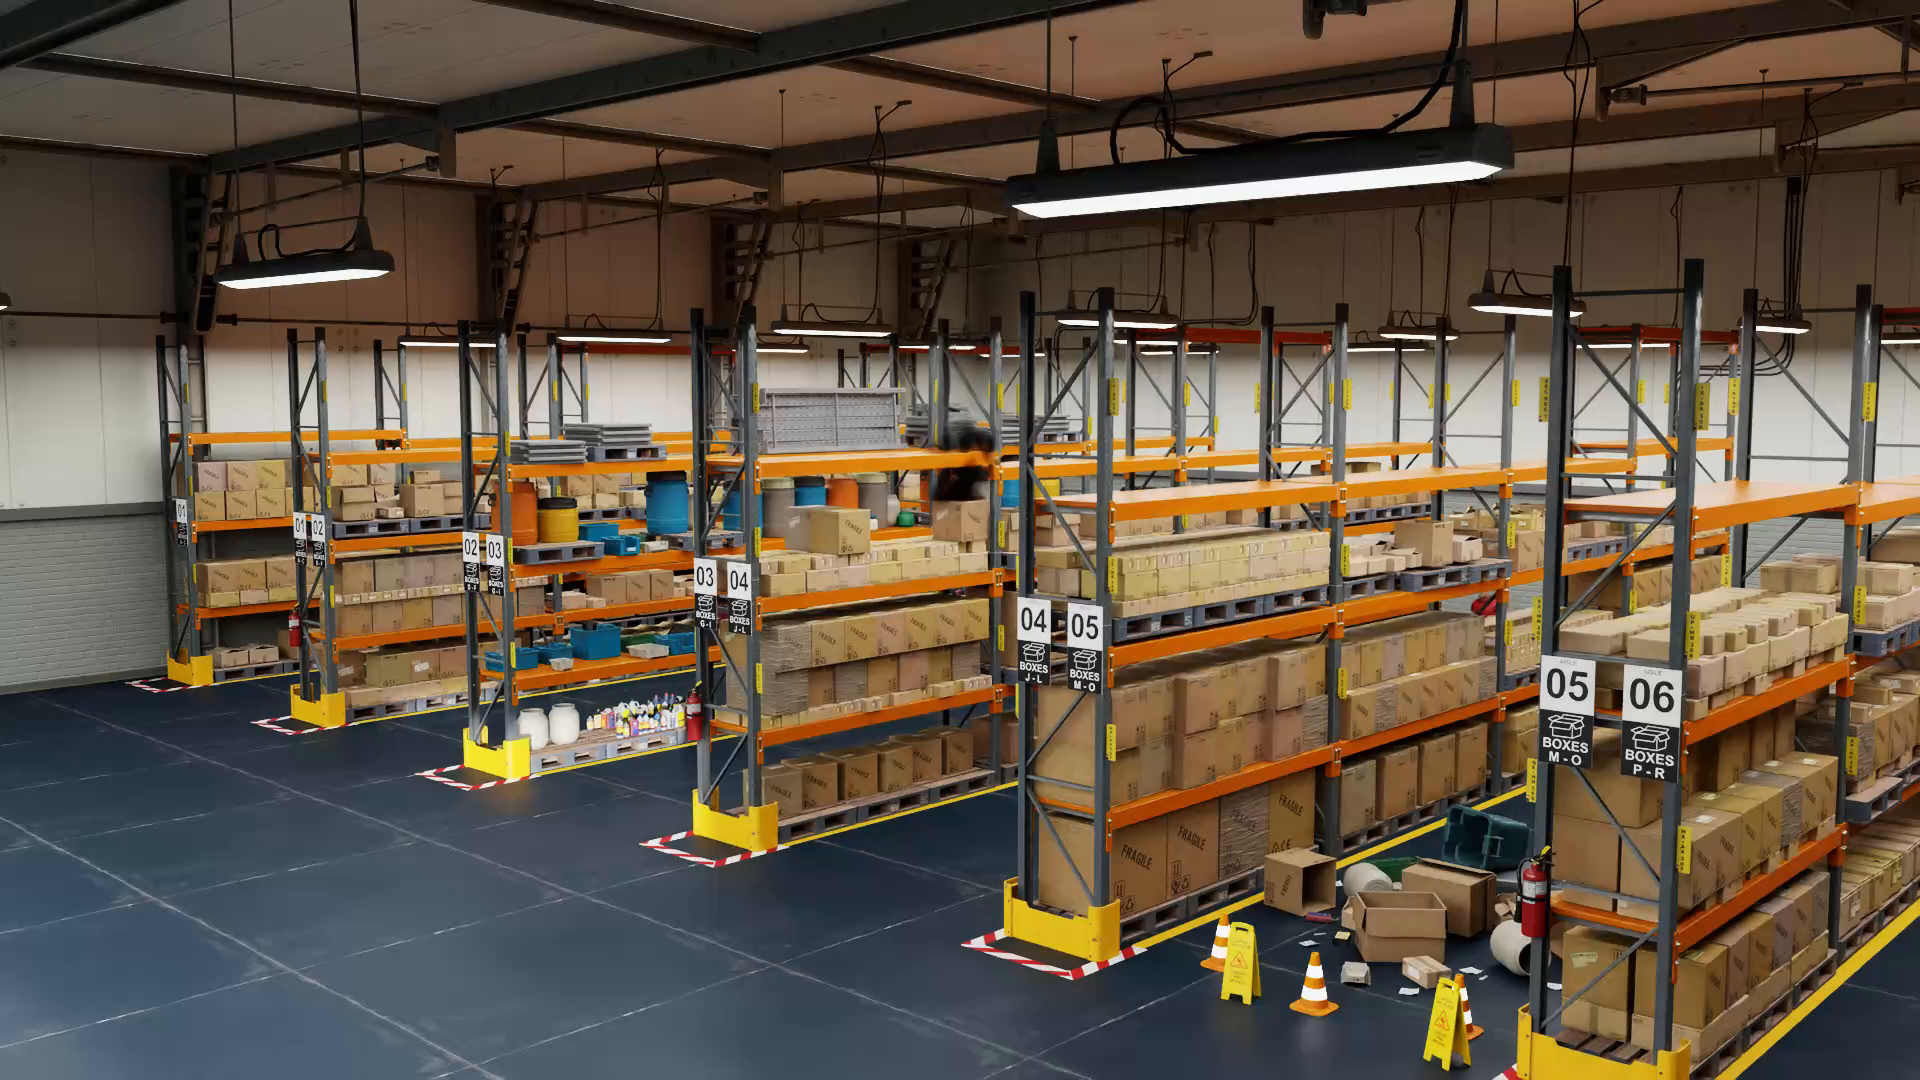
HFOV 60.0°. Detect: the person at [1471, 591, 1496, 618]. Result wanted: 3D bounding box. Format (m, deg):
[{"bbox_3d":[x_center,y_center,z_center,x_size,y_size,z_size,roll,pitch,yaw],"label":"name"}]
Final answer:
[{"bbox_3d":[9.136,1.628,28.779,0.691,1.708,0.943,3,6,32],"label":"person"}]
